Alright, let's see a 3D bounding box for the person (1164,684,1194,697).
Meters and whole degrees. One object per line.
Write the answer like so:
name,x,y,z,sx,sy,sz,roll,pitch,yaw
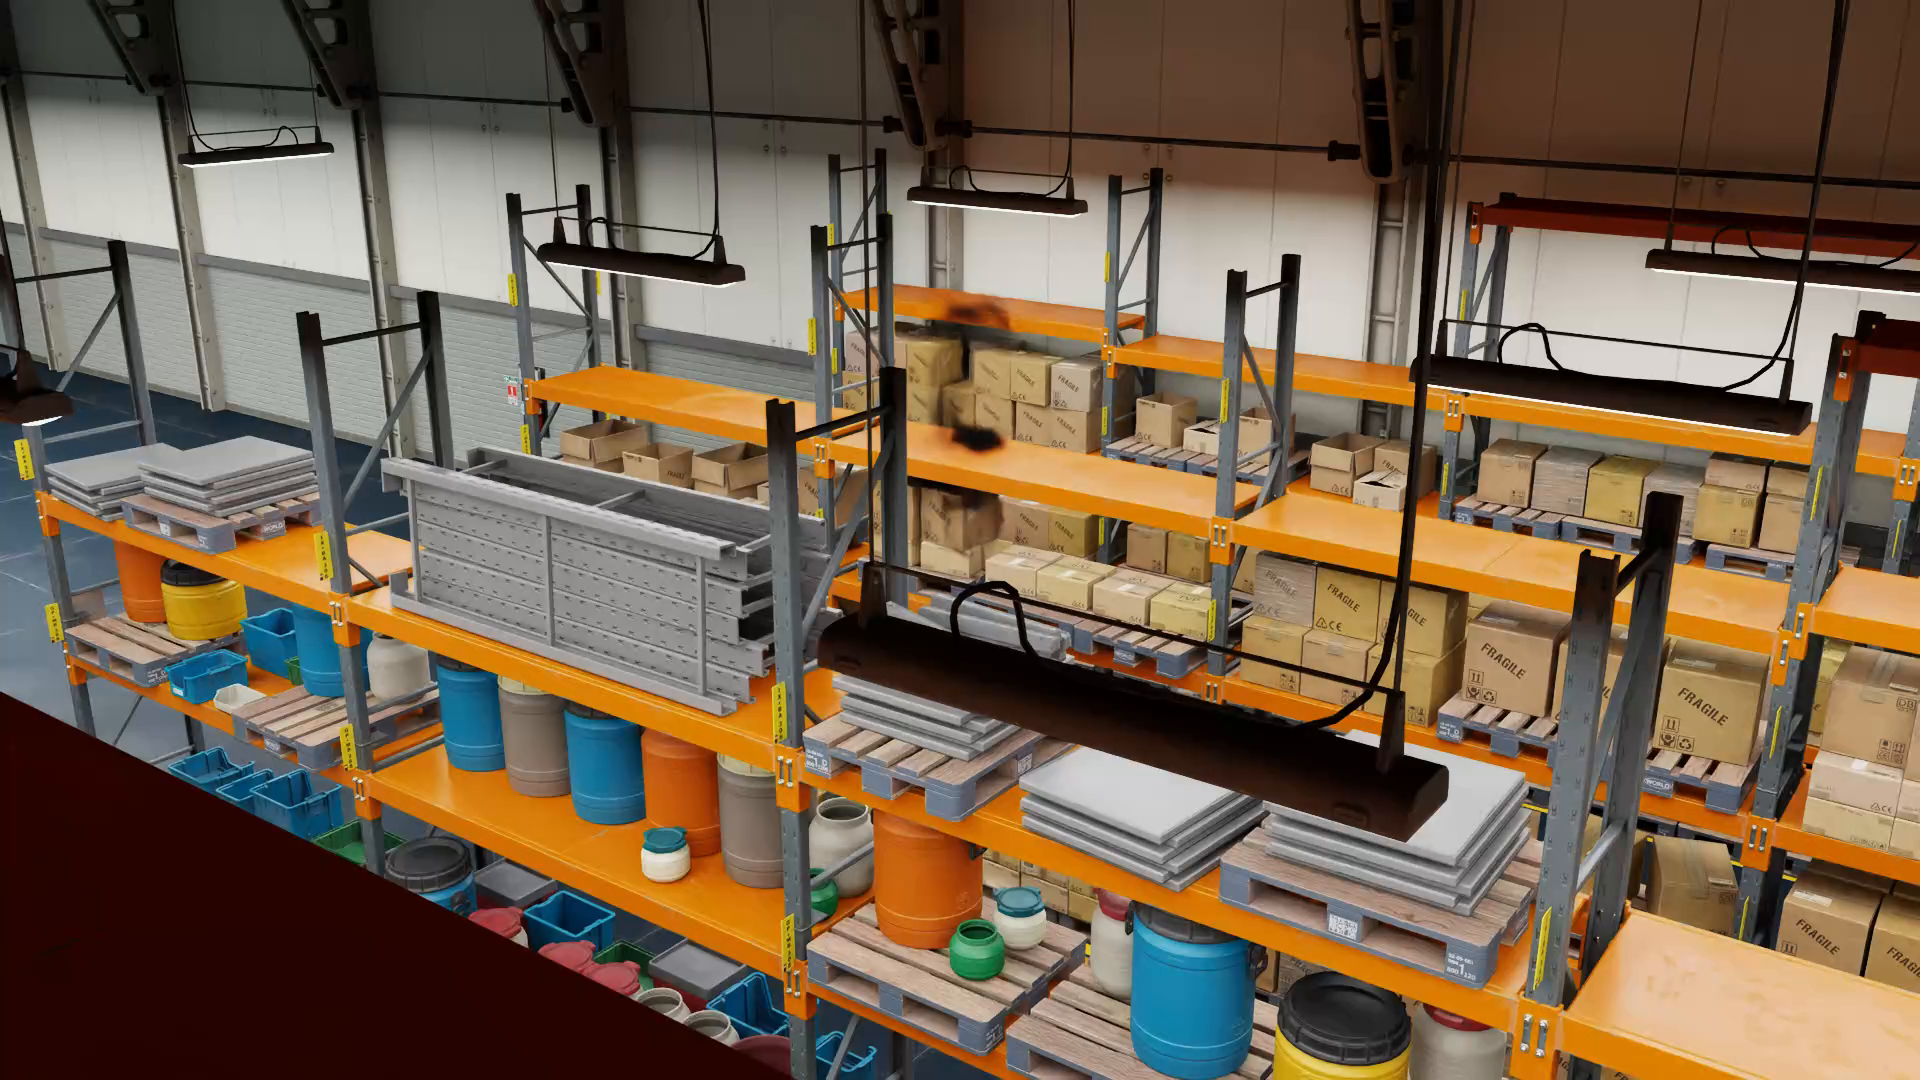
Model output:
person,2.301,1.814,17.166,0.572,1.630,0.565,11,21,29
